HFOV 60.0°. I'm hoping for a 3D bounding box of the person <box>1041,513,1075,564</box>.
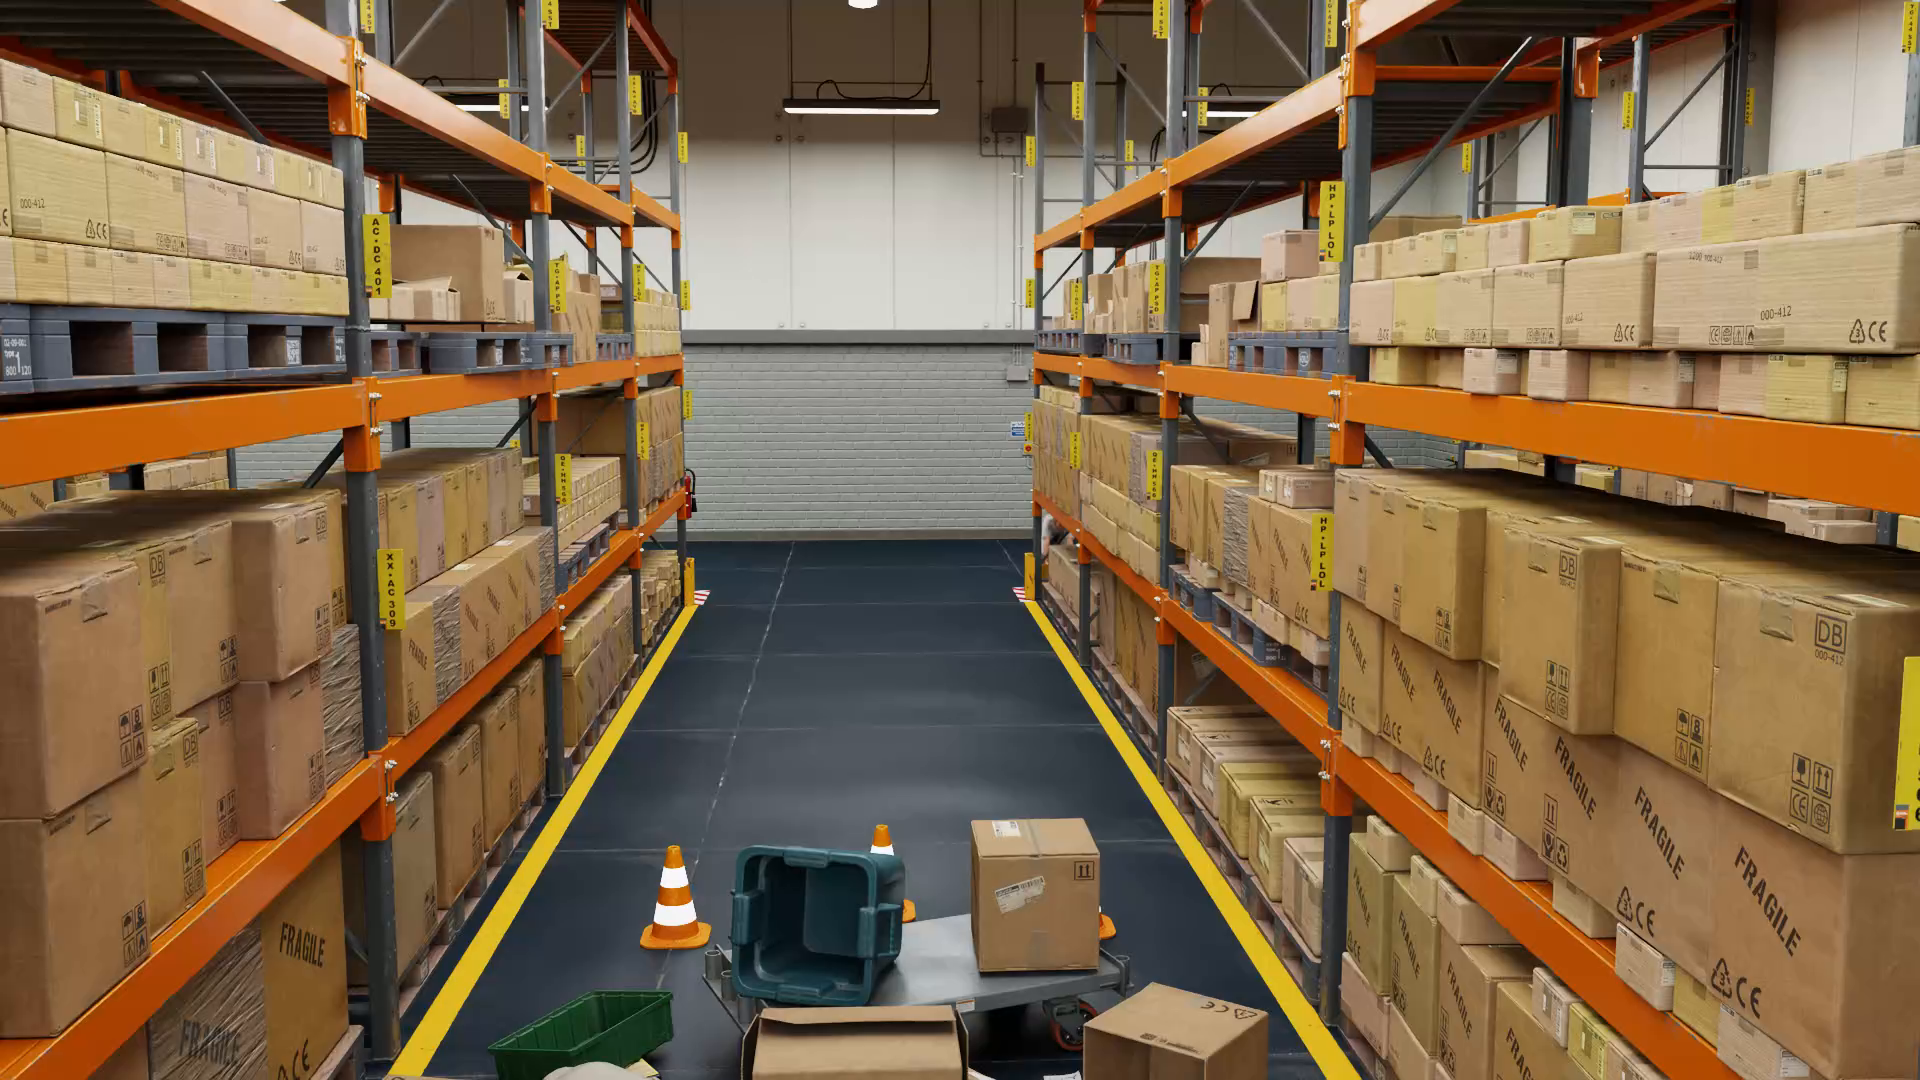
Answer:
[{"bbox_3d":[1.182,0.043,20.467,0.469,0.938,0.842,-1,7,-6],"label":"person"}]
